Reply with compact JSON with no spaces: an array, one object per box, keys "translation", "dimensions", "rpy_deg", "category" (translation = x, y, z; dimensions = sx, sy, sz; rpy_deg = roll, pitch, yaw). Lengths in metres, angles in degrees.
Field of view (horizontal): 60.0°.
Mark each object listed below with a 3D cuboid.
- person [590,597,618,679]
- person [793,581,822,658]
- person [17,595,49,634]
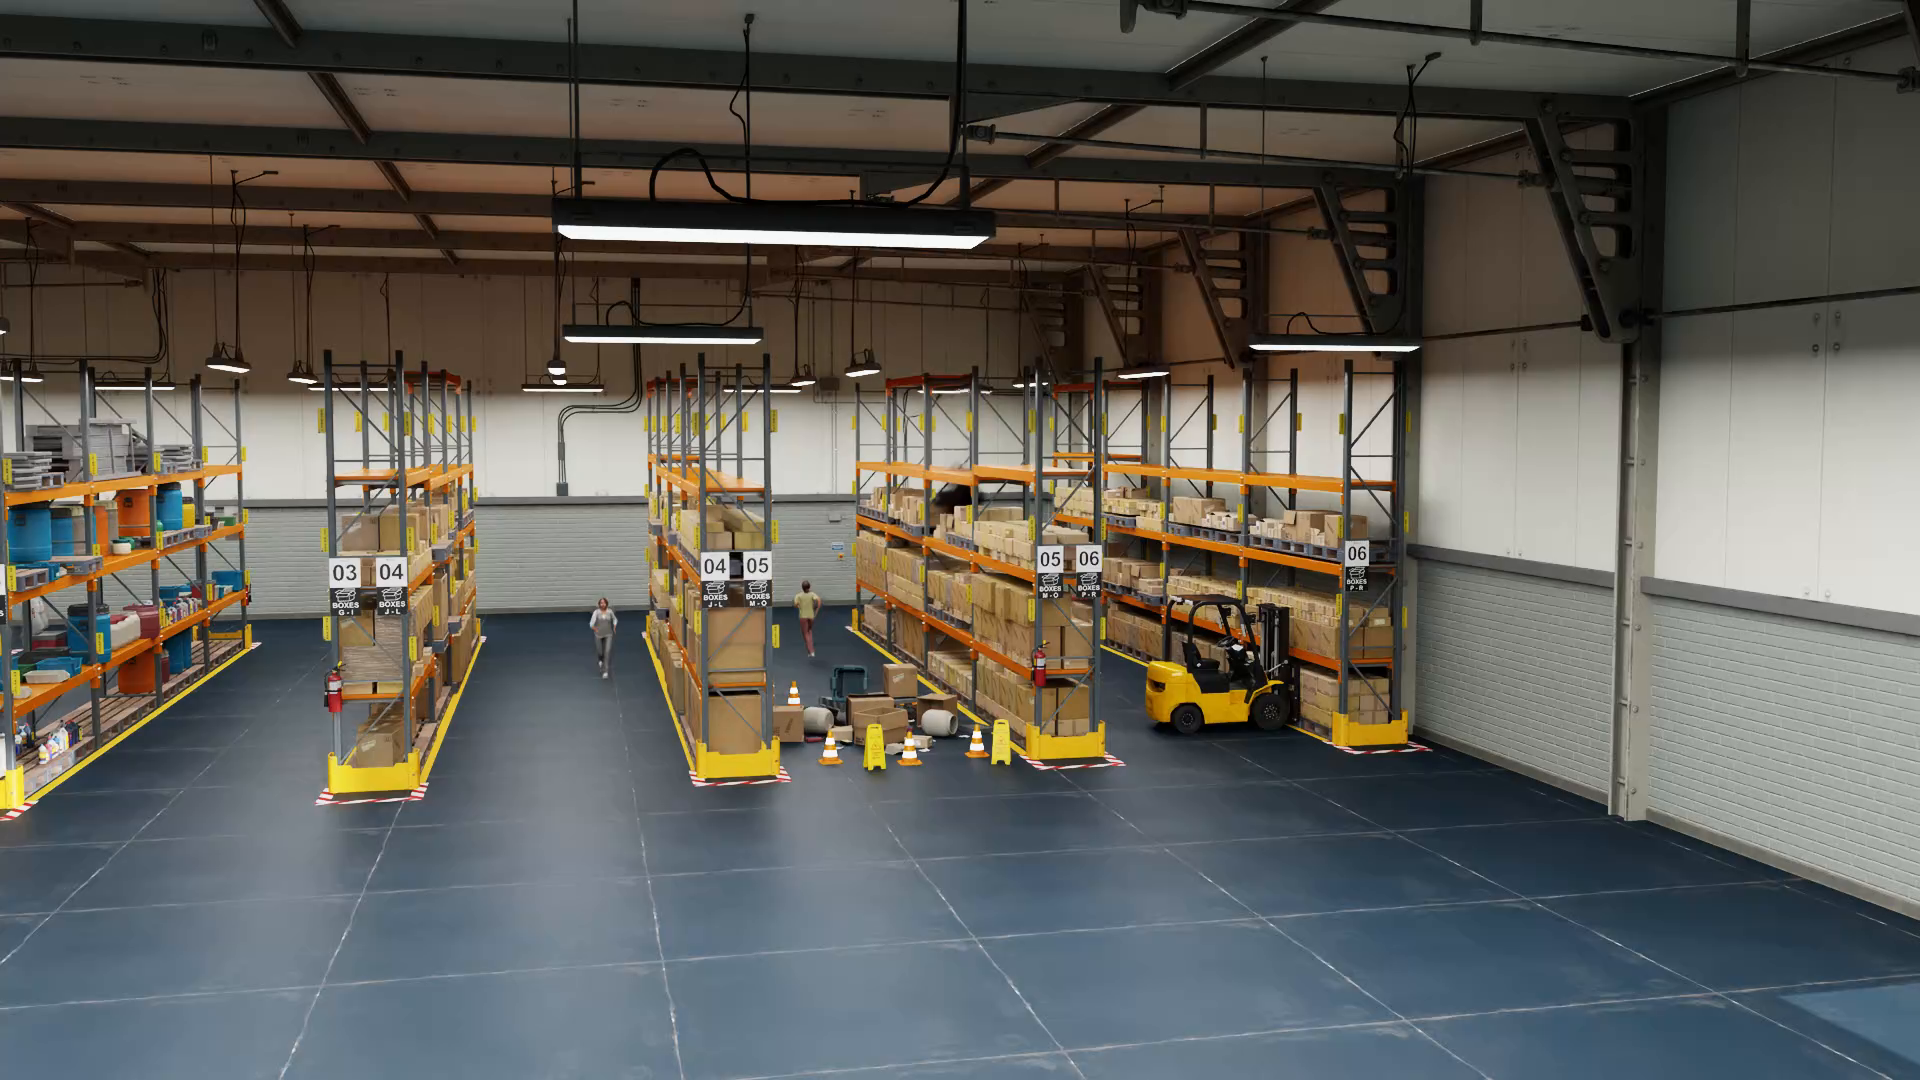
[{"translation":[-7.049,1.971,32.938],"dimensions":[0.546,1.492,0.813],"rpy_deg":[-1,4,-15],"category":"person"},{"translation":[-3.264,1.710,35.469],"dimensions":[0.562,1.682,0.744],"rpy_deg":[-2,4,-22],"category":"person"},{"translation":[-20.633,1.538,36.949],"dimensions":[0.530,1.658,0.687],"rpy_deg":[1,4,18],"category":"person"}]
